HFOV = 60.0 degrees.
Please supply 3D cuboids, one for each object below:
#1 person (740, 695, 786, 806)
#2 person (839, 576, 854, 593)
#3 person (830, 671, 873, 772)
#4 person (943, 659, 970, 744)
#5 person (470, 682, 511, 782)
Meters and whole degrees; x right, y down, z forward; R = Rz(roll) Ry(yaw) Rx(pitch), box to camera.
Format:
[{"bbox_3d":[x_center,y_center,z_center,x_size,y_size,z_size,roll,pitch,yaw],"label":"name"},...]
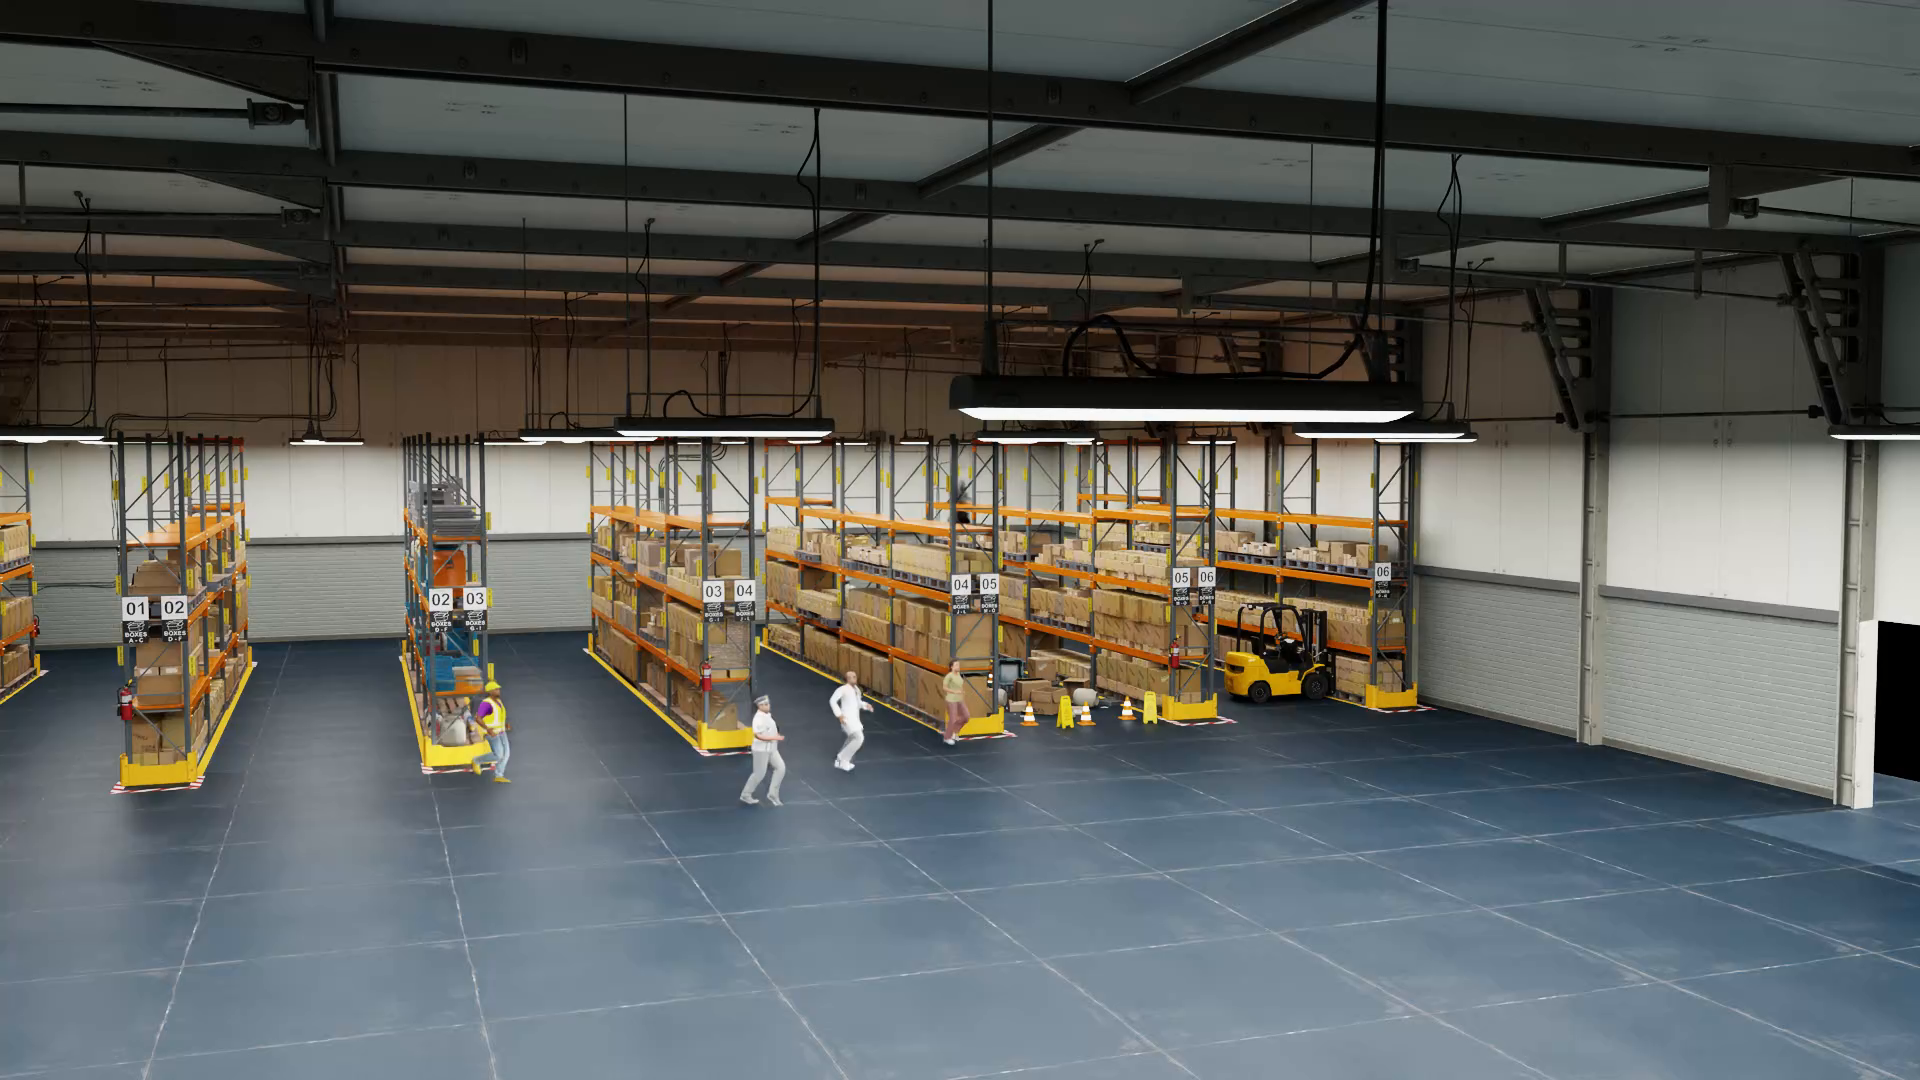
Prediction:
[{"bbox_3d":[-3.139,3.382,26.559,0.754,1.842,0.660,1,3,16],"label":"person"},{"bbox_3d":[-3.271,1.928,48.070,0.553,1.776,0.756,-2,4,-26],"label":"person"},{"bbox_3d":[-1.900,3.210,29.511,0.697,1.767,0.709,1,3,19],"label":"person"},{"bbox_3d":[-0.074,3.121,32.094,0.553,1.633,0.588,3,4,40],"label":"person"},{"bbox_3d":[-8.016,3.290,28.498,0.690,1.727,0.716,1,3,12],"label":"person"}]
